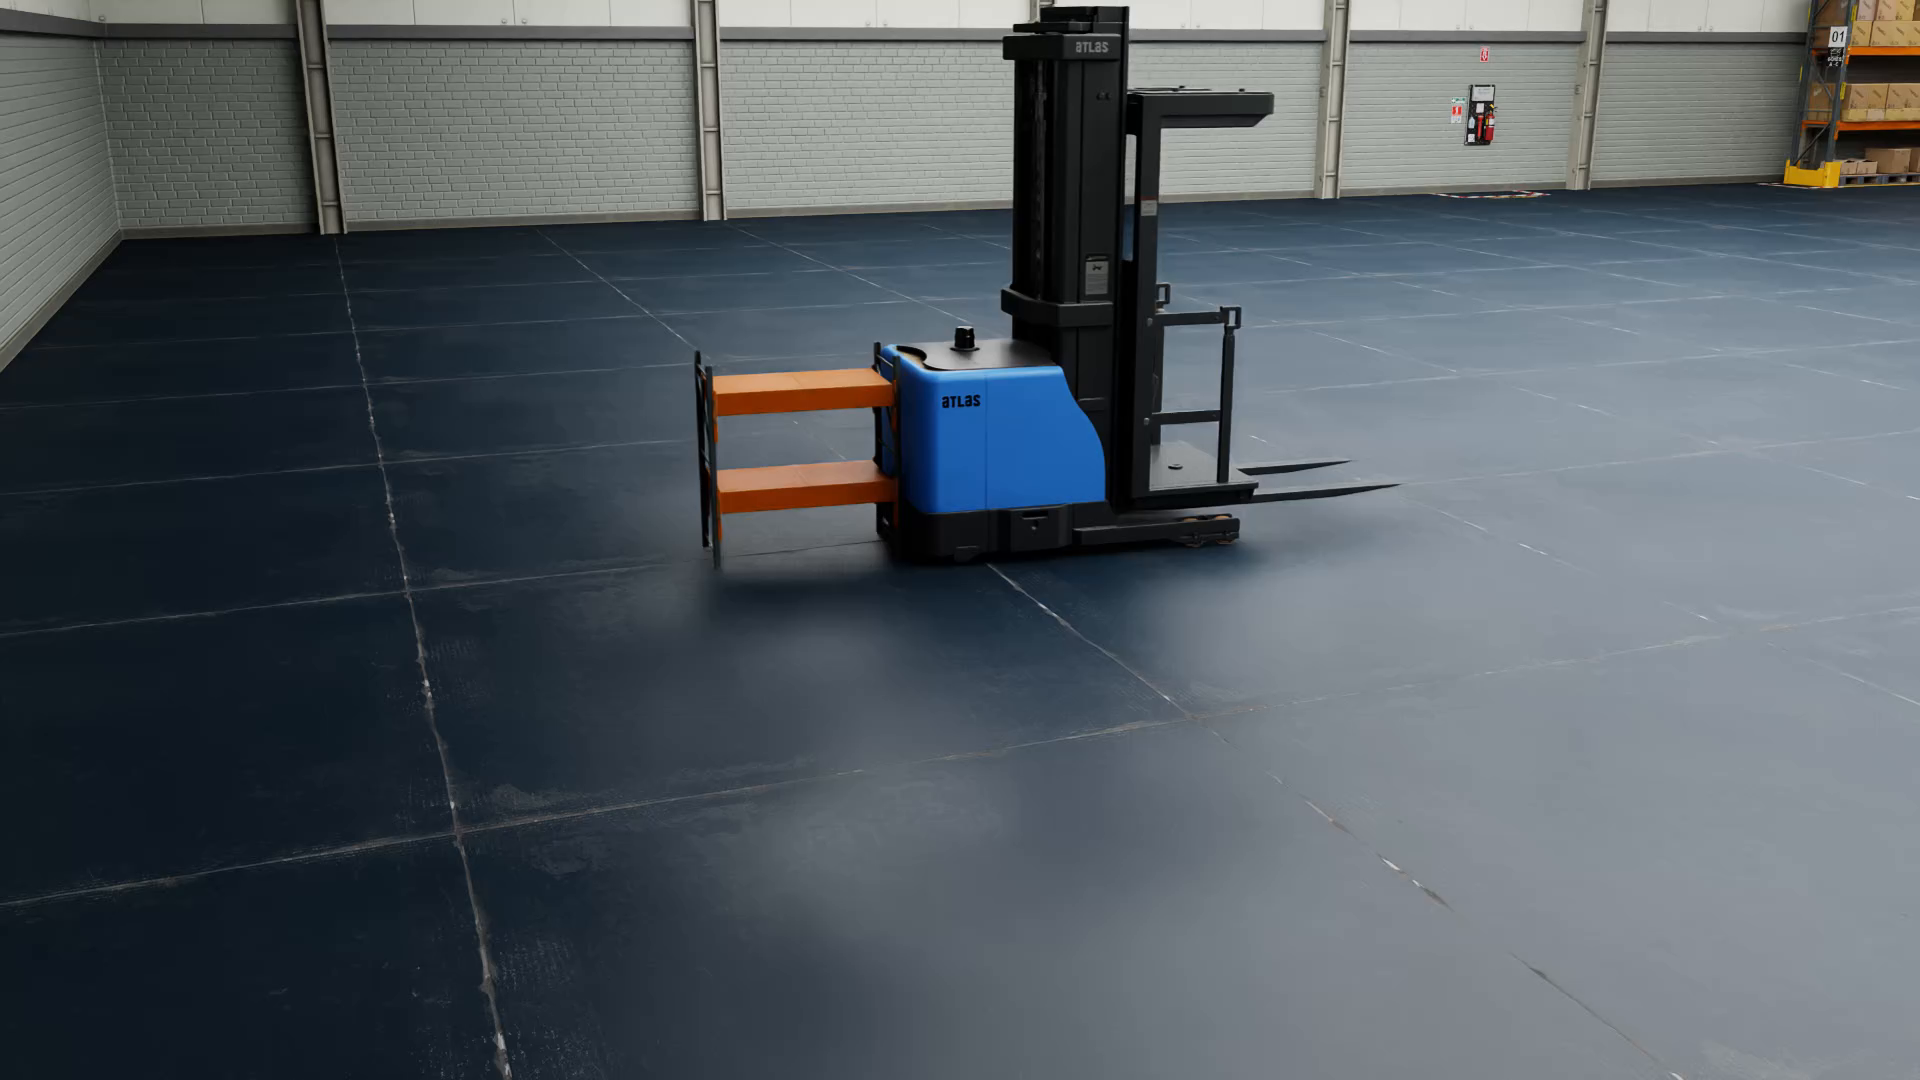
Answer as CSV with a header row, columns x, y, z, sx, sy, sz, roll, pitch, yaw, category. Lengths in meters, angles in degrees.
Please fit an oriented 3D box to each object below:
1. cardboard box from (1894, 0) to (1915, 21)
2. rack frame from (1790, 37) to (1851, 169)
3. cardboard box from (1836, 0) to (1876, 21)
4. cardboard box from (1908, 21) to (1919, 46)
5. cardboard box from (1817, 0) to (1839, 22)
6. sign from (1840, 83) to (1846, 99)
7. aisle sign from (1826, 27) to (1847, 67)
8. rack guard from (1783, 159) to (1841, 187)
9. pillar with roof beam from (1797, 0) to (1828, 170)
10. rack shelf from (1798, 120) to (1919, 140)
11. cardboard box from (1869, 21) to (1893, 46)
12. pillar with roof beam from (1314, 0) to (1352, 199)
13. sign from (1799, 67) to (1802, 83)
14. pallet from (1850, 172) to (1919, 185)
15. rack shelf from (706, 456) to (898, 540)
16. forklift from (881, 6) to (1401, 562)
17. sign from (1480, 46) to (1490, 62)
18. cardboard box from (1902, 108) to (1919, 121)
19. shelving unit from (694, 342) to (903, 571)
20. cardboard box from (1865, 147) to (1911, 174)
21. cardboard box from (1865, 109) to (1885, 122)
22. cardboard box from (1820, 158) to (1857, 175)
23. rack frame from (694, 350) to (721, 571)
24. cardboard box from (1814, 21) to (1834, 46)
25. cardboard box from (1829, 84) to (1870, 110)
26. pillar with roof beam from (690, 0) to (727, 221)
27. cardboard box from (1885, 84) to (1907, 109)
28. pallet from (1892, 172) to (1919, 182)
x,y,z,sx,sy,sz,roll,pitch,yaw,category
19.330,-10.989,34.385,0.500,0.500,0.500,-6,17,-19,cardboard box
17.923,-8.946,34.738,0.127,3.000,1.000,-6,17,-20,rack frame
18.369,-10.897,34.072,0.500,0.500,0.500,-8,18,-24,cardboard box
19.815,-10.568,34.726,0.500,0.500,0.500,-5,17,-17,cardboard box
18.232,-11.035,34.539,0.500,0.500,0.500,-5,17,-18,cardboard box
18.117,-9.218,34.129,0.005,0.325,0.100,-6,17,-20,sign
17.963,-10.107,34.078,0.004,0.787,0.394,-6,17,-20,aisle sign
17.993,-7.754,35.116,0.348,0.500,1.175,-6,17,-20,rack guard
19.807,-10.990,31.051,0.400,9.000,9.100,-6,17,-20,pillar with roof beam
19.790,-8.802,35.526,4.000,0.370,1.077,-6,17,-20,rack shelf
18.838,-10.455,34.341,0.500,0.500,0.500,-5,17,-16,cardboard box
8.602,-9.780,26.931,0.400,9.000,9.100,-6,17,-20,pillar with roof beam
17.743,-9.801,35.034,0.005,0.325,0.100,-6,17,-20,sign
19.902,-7.810,35.819,1.213,0.211,1.003,-6,17,-20,pallet
-0.894,-0.244,9.301,1.000,0.278,0.538,-5,17,-16,rack shelf
1.097,-1.501,9.507,3.031,2.935,1.130,-5,17,-16,forklift
10.299,-9.537,32.639,0.199,0.298,0.001,-6,17,-20,sign
19.922,-9.005,35.171,0.500,0.250,0.500,-6,17,-20,cardboard box
-0.894,-0.479,9.232,1.048,1.125,0.538,-5,17,-16,shelving unit
19.836,-8.122,35.587,0.500,0.500,0.700,-7,18,-24,cardboard box
18.972,-8.905,34.830,0.500,0.250,0.500,-7,18,-22,cardboard box
18.601,-7.913,35.211,0.500,0.311,0.500,-8,18,-26,cardboard box
-1.382,-0.439,9.096,0.032,1.125,0.500,-5,17,-16,rack frame
18.222,-10.551,34.668,0.500,0.500,0.500,-5,17,-16,cardboard box
18.476,-9.212,34.545,0.500,0.500,0.500,-6,17,-20,cardboard box
-2.604,-8.570,22.811,0.400,9.000,9.100,-6,17,-20,pillar with roof beam
19.426,-9.310,34.877,0.500,0.500,0.500,-7,18,-22,cardboard box
21.043,-7.934,36.241,1.213,0.211,1.003,-6,17,-20,pallet
